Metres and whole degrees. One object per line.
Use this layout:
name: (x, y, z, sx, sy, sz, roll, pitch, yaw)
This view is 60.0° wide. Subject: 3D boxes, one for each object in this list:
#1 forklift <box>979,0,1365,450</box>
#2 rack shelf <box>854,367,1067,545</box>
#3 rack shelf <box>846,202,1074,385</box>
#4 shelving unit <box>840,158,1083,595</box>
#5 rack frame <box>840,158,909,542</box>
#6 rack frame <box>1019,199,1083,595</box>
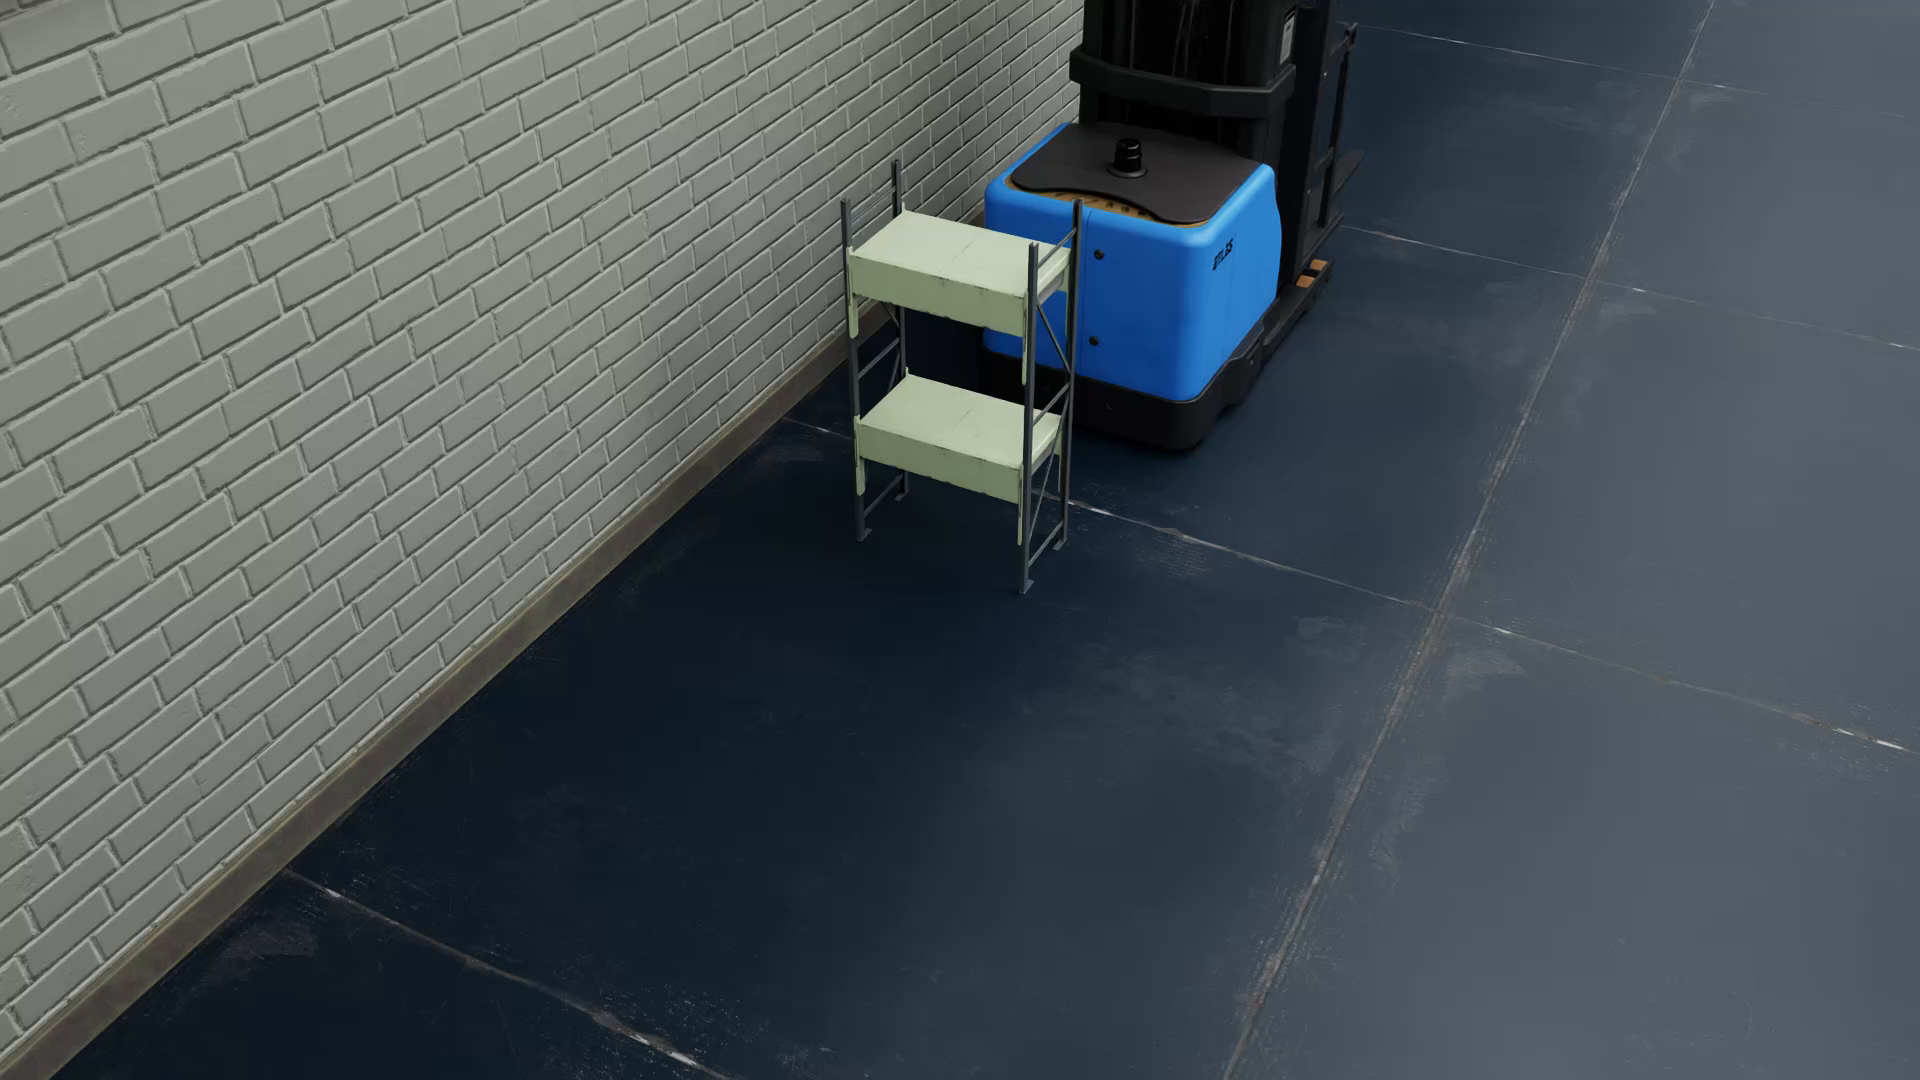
forklift: (1.228, -2.430, 7.527, 1.130, 2.935, 3.031, 18, 41, 22)
rack shelf: (0.006, -0.336, 6.491, 0.720, 0.370, 0.431, 17, 41, 21)
rack shelf: (0.006, -0.906, 6.058, 0.720, 0.370, 0.431, 17, 41, 21)
shelving unit: (0.006, -0.596, 6.294, 0.755, 1.500, 0.431, 17, 41, 21)
rack frame: (-0.319, -0.697, 6.428, 0.023, 1.500, 0.400, 17, 41, 21)
rack frame: (0.331, -0.494, 6.160, 0.023, 1.500, 0.400, 17, 41, 21)
